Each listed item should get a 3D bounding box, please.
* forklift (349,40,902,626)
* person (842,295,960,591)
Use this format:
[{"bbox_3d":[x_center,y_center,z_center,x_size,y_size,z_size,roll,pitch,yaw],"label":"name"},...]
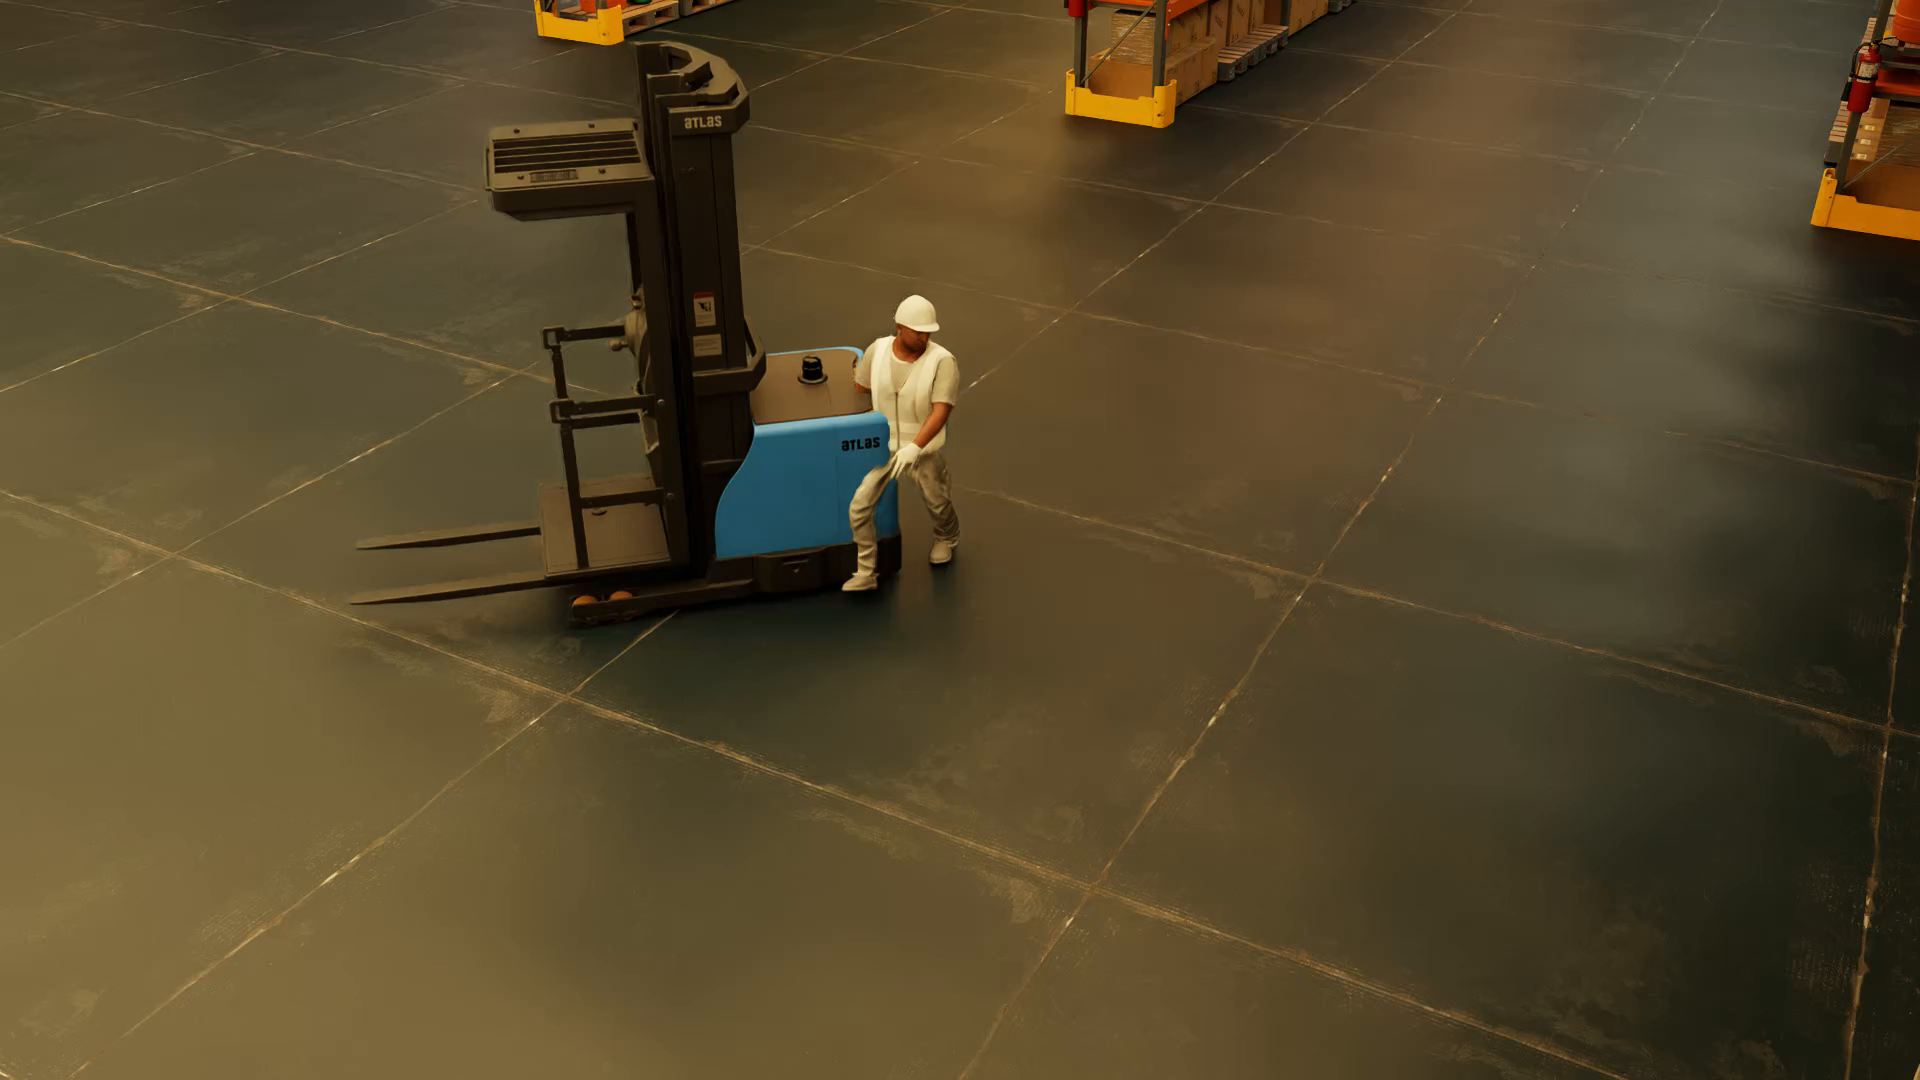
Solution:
[{"bbox_3d":[-1.911,-1.085,8.950,3.031,2.935,1.130,-7,31,-12],"label":"forklift"},{"bbox_3d":[-0.363,-0.529,9.235,0.727,1.719,0.823,7,31,12],"label":"person"}]
